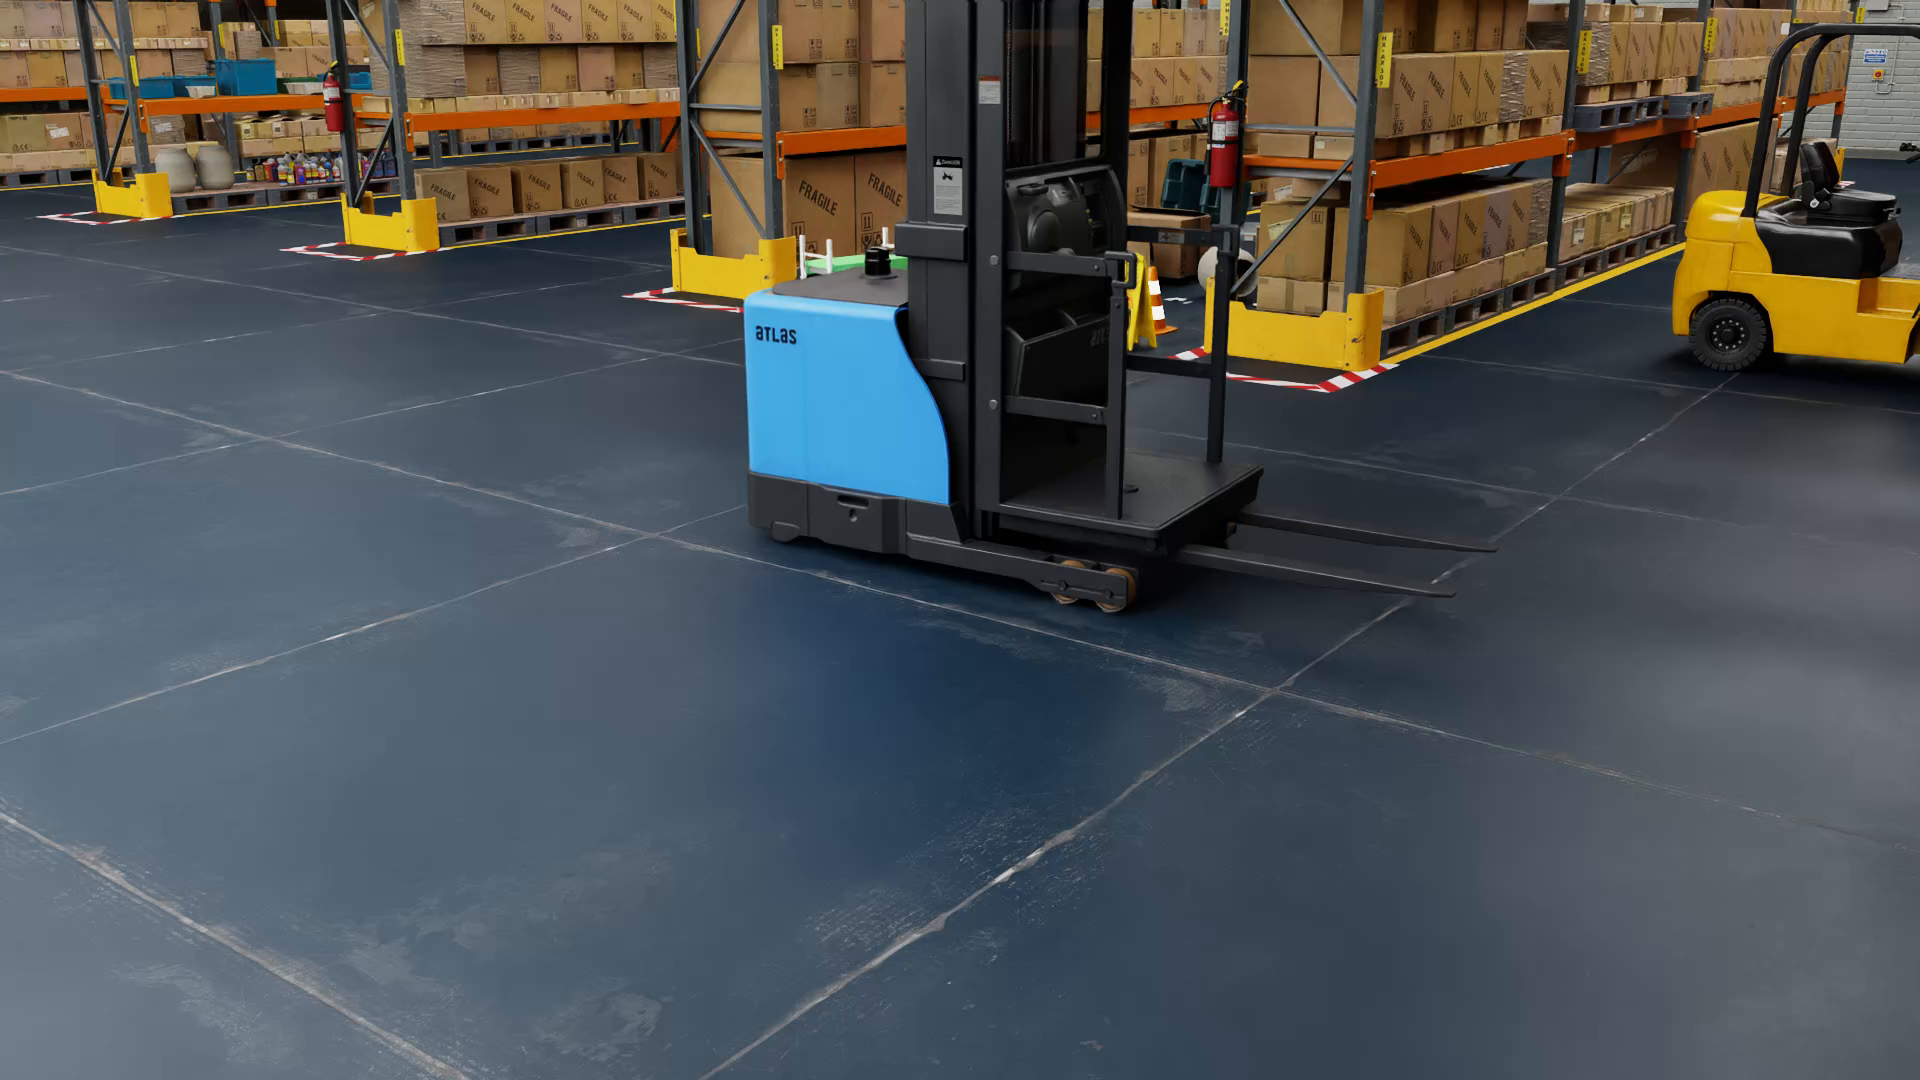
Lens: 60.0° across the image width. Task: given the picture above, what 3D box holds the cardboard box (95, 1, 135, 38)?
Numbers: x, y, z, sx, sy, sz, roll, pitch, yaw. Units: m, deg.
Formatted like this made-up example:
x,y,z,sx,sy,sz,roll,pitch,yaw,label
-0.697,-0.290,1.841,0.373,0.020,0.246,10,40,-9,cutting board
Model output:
x,y,z,sx,sy,sz,roll,pitch,yaw,label
-12.216,-7.415,23.706,0.700,0.500,0.500,12,21,35,cardboard box

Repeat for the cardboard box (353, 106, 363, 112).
x,y,z,sx,sy,sz,roll,pitch,yaw,label
-11.884,-8.454,32.327,0.750,0.750,0.750,12,21,34,cardboard box

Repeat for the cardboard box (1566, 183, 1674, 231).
x,y,z,sx,sy,sz,roll,pitch,yaw,label
6.594,-3.357,16.718,0.950,0.372,0.625,11,20,31,cardboard box

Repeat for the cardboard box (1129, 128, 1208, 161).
x,y,z,sx,sy,sz,roll,pitch,yaw,label
2.468,-4.392,19.413,1.050,0.750,0.750,12,21,34,cardboard box

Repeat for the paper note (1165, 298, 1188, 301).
x,y,z,sx,sy,sz,roll,pitch,yaw,label
1.763,-1.968,13.548,0.142,0.019,0.148,-11,20,-32,paper note

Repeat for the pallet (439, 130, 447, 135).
x,y,z,sx,sy,sz,roll,pitch,yaw,label
-10.970,-8.345,33.760,1.003,0.211,1.213,12,21,35,pallet

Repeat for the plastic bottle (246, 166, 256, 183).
x,y,z,sx,sy,sz,roll,pitch,yaw,label
-9.023,-4.654,21.148,0.097,0.201,0.097,0,17,0,plastic bottle

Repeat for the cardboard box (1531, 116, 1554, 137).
x,y,z,sx,sy,sz,roll,pitch,yaw,label
4.465,-3.280,13.173,0.380,0.149,0.250,13,21,36,cardboard box

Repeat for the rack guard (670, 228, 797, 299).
x,y,z,sx,sy,sz,roll,pitch,yaw,label
-1.878,-2.290,13.774,1.175,0.500,0.348,12,21,35,rack guard

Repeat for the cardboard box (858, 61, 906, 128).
x,y,z,sx,sy,sz,roll,pitch,yaw,label
-0.934,-3.903,14.502,0.875,0.550,0.550,12,21,35,cardboard box

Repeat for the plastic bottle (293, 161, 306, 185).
x,y,z,sx,sy,sz,roll,pitch,yaw,label
-8.285,-4.605,20.854,0.061,0.283,0.133,13,21,36,plastic bottle

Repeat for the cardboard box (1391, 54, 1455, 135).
x,y,z,sx,sy,sz,roll,pitch,yaw,label
2.983,-3.016,11.228,0.500,0.500,0.500,13,22,36,cardboard box

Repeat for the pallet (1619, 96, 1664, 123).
x,y,z,sx,sy,sz,roll,pitch,yaw,label
5.792,-3.974,15.305,1.003,0.211,1.213,12,21,35,pallet

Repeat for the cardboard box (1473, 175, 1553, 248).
x,y,z,sx,sy,sz,roll,pitch,yaw,label
4.418,-2.648,13.378,0.500,0.500,0.500,12,21,34,cardboard box

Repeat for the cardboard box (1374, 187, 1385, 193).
x,y,z,sx,sy,sz,roll,pitch,yaw,label
2.915,-2.652,12.295,0.380,0.149,0.250,14,22,37,cardboard box

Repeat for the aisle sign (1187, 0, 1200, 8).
x,y,z,sx,sy,sz,roll,pitch,yaw,label
4.030,-9.406,28.092,0.394,0.787,0.004,12,21,35,aisle sign

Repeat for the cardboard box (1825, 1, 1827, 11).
x,y,z,sx,sy,sz,roll,pitch,yaw,label
10.764,-6.791,21.105,0.380,0.149,0.250,13,22,36,cardboard box

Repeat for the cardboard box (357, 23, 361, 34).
x,y,z,sx,sy,sz,roll,pitch,yaw,label
-11.563,-9.912,32.135,0.500,0.250,0.500,12,21,34,cardboard box

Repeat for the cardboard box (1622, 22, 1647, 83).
x,y,z,sx,sy,sz,roll,pitch,yaw,label
5.668,-4.277,14.582,0.500,0.500,0.500,12,21,34,cardboard box

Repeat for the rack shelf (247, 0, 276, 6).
x,y,z,sx,sy,sz,roll,pitch,yaw,label
-11.763,-10.486,32.109,1.077,0.370,4.000,12,21,35,rack shelf

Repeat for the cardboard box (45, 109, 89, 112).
x,y,z,sx,sy,sz,roll,pitch,yaw,label
-12.777,-5.927,23.935,0.500,0.500,0.500,12,21,35,cardboard box

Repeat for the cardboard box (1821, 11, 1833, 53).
x,y,z,sx,sy,sz,roll,pitch,yaw,label
10.723,-6.451,21.106,0.500,0.500,0.500,12,21,34,cardboard box

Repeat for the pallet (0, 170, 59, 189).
x,y,z,sx,sy,sz,roll,pitch,yaw,label
-13.319,-4.999,22.985,1.003,0.211,1.213,12,21,35,pallet

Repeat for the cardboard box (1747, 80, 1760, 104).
x,y,z,sx,sy,sz,roll,pitch,yaw,label
8.637,-5.036,18.655,0.500,0.250,0.500,12,21,33,cardboard box

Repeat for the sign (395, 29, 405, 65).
x,y,z,sx,sy,sz,roll,pitch,yaw,label
-5.351,-4.707,15.885,0.100,0.325,0.005,12,21,35,sign

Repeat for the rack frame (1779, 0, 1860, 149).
x,y,z,sx,sy,sz,roll,pitch,yaw,label
11.705,-6.449,22.954,1.000,3.000,0.127,12,21,35,rack frame

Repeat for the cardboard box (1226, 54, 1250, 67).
x,y,z,sx,sy,sz,roll,pitch,yaw,label
3.352,-5.697,19.745,0.380,0.149,0.250,14,22,37,cardboard box

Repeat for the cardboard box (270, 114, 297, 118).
x,y,z,sx,sy,sz,roll,pitch,yaw,label
-10.742,-6.640,26.550,0.500,0.311,0.500,12,21,35,cardboard box

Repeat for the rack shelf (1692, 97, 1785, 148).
x,y,z,sx,sy,sz,roll,pitch,yaw,label
8.130,-4.677,18.459,1.077,0.370,4.000,12,21,35,rack shelf

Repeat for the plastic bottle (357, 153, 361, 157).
x,y,z,sx,sy,sz,roll,pitch,yaw,label
-8.094,-5.047,22.288,0.152,0.276,0.135,13,22,37,plastic bottle

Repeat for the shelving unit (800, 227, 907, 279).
x,y,z,sx,sy,sz,roll,pitch,yaw,label
-0.478,-0.875,8.033,0.503,1.200,0.258,-14,21,-38,shelving unit

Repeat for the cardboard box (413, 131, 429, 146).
x,y,z,sx,sy,sz,roll,pitch,yaw,label
-9.092,-6.766,27.901,0.500,0.250,0.500,13,21,36,cardboard box

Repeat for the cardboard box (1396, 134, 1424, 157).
x,y,z,sx,sy,sz,roll,pitch,yaw,label
2.903,-2.674,11.222,0.380,0.149,0.250,12,21,33,cardboard box

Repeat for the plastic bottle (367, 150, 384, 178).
x,y,z,sx,sy,sz,roll,pitch,yaw,label
-7.648,-4.913,21.730,0.144,0.351,0.185,11,20,32,plastic bottle

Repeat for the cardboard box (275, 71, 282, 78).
x,y,z,sx,sy,sz,roll,pitch,yaw,label
-10.665,-7.149,25.630,0.380,0.149,0.250,12,21,35,cardboard box

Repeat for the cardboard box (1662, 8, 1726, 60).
x,y,z,sx,sy,sz,roll,pitch,yaw,label
7.429,-5.144,16.894,0.500,0.500,0.500,12,21,33,cardboard box

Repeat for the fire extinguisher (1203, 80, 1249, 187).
x,y,z,sx,sy,sz,roll,pitch,yaw,label
1.733,-2.656,10.869,0.296,0.674,0.183,12,21,35,fire extinguisher

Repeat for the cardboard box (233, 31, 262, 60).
x,y,z,sx,sy,sz,roll,pitch,yaw,label
-13.227,-9.065,30.467,0.700,0.500,0.500,10,20,28,cardboard box

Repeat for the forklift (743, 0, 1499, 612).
x,y,z,sx,sy,sz,roll,pitch,yaw,label
0.605,-1.304,6.501,3.031,2.935,1.130,10,20,29,forklift

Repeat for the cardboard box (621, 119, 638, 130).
x,y,z,sx,sy,sz,roll,pitch,yaw,label
-6.167,-7.987,31.698,0.500,0.311,0.500,12,21,35,cardboard box

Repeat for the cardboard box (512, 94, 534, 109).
x,y,z,sx,sy,sz,roll,pitch,yaw,label
-4.686,-4.594,17.404,0.380,0.149,0.250,12,21,35,cardboard box

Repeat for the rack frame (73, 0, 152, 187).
x,y,z,sx,sy,sz,roll,pitch,yaw,label
-9.765,-5.265,19.140,1.000,3.000,0.127,12,21,35,rack frame

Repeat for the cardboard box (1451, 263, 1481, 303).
x,y,z,sx,sy,sz,roll,pitch,yaw,label
3.500,-1.922,12.302,0.500,0.250,0.500,14,22,38,cardboard box

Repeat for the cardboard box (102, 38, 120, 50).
x,y,z,sx,sy,sz,roll,pitch,yaw,label
-12.105,-7.047,23.615,0.380,0.149,0.250,13,22,36,cardboard box

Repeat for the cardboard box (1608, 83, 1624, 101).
x,y,z,sx,sy,sz,roll,pitch,yaw,label
5.588,-3.940,14.590,0.380,0.149,0.250,13,21,36,cardboard box

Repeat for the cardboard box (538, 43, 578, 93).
x,y,z,sx,sy,sz,roll,pitch,yaw,label
-4.596,-5.074,17.856,0.875,0.500,0.500,12,21,35,cardboard box

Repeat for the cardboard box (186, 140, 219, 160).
x,y,z,sx,sy,sz,roll,pitch,yaw,label
-11.458,-5.832,24.895,0.500,0.250,0.500,12,21,35,cardboard box

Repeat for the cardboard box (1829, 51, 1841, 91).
x,y,z,sx,sy,sz,roll,pitch,yaw,label
11.319,-6.219,22.042,0.500,0.500,0.500,12,21,34,cardboard box

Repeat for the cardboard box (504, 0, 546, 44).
x,y,z,sx,sy,sz,roll,pitch,yaw,label
-4.640,-5.377,17.145,0.500,0.500,0.500,12,21,35,cardboard box

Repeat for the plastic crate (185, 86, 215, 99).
x,y,z,sx,sy,sz,roll,pitch,yaw,label
-8.973,-5.295,19.682,0.298,0.136,0.250,12,21,35,plastic crate

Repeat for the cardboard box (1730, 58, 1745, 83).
x,y,z,sx,sy,sz,roll,pitch,yaw,label
8.054,-5.028,17.786,0.500,0.250,0.500,12,21,34,cardboard box

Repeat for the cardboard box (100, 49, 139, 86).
x,y,z,sx,sy,sz,roll,pitch,yaw,label
-12.228,-6.789,23.880,0.700,0.500,0.500,13,21,35,cardboard box

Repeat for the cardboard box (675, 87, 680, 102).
x,y,z,sx,sy,sz,roll,pitch,yaw,label
-3.296,-5.119,19.095,0.380,0.149,0.250,12,21,35,cardboard box

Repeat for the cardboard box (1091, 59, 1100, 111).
x,y,z,sx,sy,sz,roll,pitch,yaw,label
1.349,-4.688,17.113,0.500,0.500,0.500,13,21,35,cardboard box
